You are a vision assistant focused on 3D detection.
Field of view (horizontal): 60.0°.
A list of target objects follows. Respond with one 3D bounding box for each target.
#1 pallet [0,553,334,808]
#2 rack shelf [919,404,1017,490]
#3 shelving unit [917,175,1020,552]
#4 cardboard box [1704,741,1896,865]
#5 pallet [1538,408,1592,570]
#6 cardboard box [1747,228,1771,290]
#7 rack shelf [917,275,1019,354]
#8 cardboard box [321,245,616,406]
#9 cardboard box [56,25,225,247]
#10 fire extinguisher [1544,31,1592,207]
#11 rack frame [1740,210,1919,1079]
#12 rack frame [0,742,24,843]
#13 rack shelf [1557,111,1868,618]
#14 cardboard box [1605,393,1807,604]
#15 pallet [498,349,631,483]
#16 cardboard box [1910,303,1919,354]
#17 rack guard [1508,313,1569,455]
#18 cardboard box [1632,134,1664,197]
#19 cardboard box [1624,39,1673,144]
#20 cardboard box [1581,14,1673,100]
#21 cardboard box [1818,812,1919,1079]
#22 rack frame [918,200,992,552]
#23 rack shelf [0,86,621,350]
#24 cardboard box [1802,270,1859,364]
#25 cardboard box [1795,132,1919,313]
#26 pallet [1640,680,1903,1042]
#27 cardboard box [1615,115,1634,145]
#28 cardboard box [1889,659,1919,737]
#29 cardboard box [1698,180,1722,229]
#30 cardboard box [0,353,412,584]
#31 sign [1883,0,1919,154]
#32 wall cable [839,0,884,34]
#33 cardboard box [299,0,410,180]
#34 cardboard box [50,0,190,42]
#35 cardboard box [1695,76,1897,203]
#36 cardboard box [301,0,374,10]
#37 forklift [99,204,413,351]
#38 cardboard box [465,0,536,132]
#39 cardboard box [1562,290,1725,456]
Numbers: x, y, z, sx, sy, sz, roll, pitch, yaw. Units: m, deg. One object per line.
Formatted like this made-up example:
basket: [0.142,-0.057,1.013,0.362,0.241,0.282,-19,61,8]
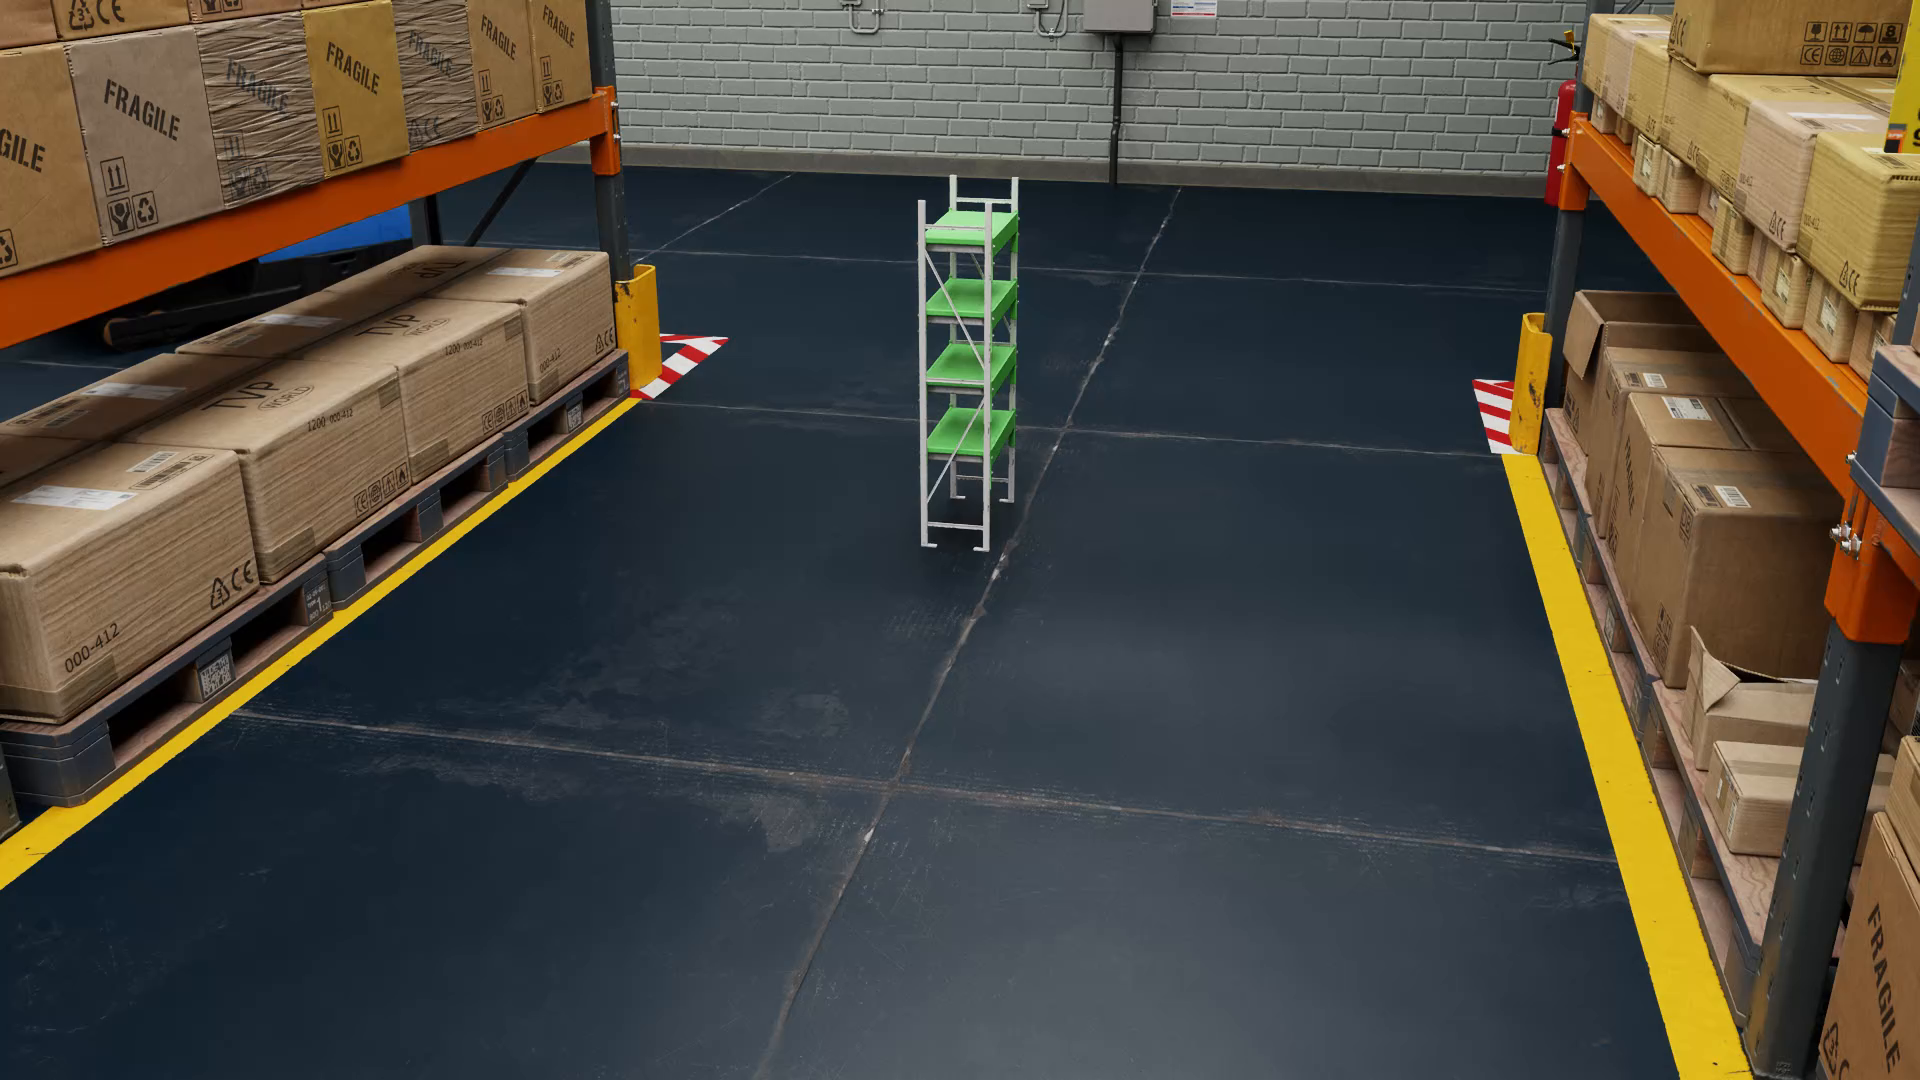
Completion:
pallet: [-2.579,0.322,4.773,1.003,0.211,1.213,4,22,11]
rack shelf: [0.034,-0.335,5.893,0.258,0.148,0.480,4,22,11]
shelving unit: [0.034,-0.617,5.780,0.258,1.200,0.503,4,22,11]
cardboard box: [1.875,0.579,3.656,0.380,0.149,0.250,4,22,9]
pallet: [2.688,-0.173,6.000,1.003,0.211,1.213,4,22,11]
cardboard box: [2.008,-0.630,3.738,0.380,0.149,0.250,5,22,12]
rack shelf: [0.034,-0.780,5.714,0.258,0.148,0.480,4,22,11]
cardboard box: [-2.032,-0.920,6.990,0.875,0.438,0.875,4,22,9]
cardboard box: [-2.352,-1.082,4.390,0.500,0.500,0.500,5,22,11]
fire extinguisher: [2.443,-1.666,6.577,0.296,0.674,0.183,4,22,11]
rack frame: [2.049,-0.323,2.640,1.000,3.000,0.127,4,22,11]
rack frame: [-2.811,-0.700,3.576,1.000,3.000,0.127,4,22,11]
rack shelf: [2.457,-0.721,4.590,1.077,0.370,4.000,4,22,11]
cardboard box: [2.229,-0.109,4.893,0.500,0.500,0.500,5,22,12]
pallet: [-2.081,-0.571,6.988,1.003,0.211,1.213,4,22,11]
cardboard box: [1.731,-0.404,2.146,0.700,0.500,0.500,5,22,12]
rack guard: [2.850,-0.598,6.670,1.175,0.500,0.348,4,22,11]
cardboard box: [2.218,-1.102,4.912,0.380,0.149,0.250,4,22,9]
cardboard box: [2.306,-1.339,4.965,0.500,0.250,0.500,4,22,10]
cardboard box: [2.509,-1.709,5.884,0.500,0.250,0.500,5,22,11]
cardboard box: [1.730,0.802,2.632,0.500,0.500,0.500,5,23,13]
rack frame: [-0.016,-0.528,5.558,0.240,1.200,0.015,4,22,11]
rack shelf: [-2.403,-1.098,5.527,1.077,0.370,4.000,4,22,11]
cardboard box: [1.899,-0.439,3.265,0.380,0.149,0.250,5,22,12]
cardboard box: [1.914,-0.596,3.121,0.500,0.250,0.500,5,22,12]
pallet: [2.190,0.720,3.784,1.003,0.211,1.213,4,22,11]
cardboard box: [2.523,-1.473,5.833,0.380,0.149,0.250,5,22,12]
cardboard box: [2.504,0.423,4.043,0.380,0.149,0.250,4,22,10]
cardboard box: [2.199,-0.905,4.422,0.380,0.149,0.250,4,22,11]
cardboard box: [-2.396,-0.255,5.339,0.875,0.438,0.875,4,22,9]
sign: [1.516,-0.763,2.574,0.100,0.325,0.005,4,22,11]
wall cable: [-0.867,-4.712,12.138,0.585,1.953,0.123,4,22,11]
cardboard box: [-2.139,-1.451,5.308,0.500,0.500,0.500,5,22,13]
cardboard box: [-2.368,-1.550,4.215,0.500,0.500,0.500,4,22,10]
cardboard box: [2.116,-0.962,4.029,0.500,0.250,0.500,4,22,11]
cardboard box: [-2.147,-1.921,5.135,0.500,0.500,0.500,4,22,11]
forklift: [-4.284,-2.495,8.126,1.130,2.935,3.031,18,28,38]
cardboard box: [-1.951,-1.830,6.249,0.500,0.500,0.500,4,22,10]
cardboard box: [2.648,-0.606,6.123,0.797,0.503,0.637,4,22,9]
